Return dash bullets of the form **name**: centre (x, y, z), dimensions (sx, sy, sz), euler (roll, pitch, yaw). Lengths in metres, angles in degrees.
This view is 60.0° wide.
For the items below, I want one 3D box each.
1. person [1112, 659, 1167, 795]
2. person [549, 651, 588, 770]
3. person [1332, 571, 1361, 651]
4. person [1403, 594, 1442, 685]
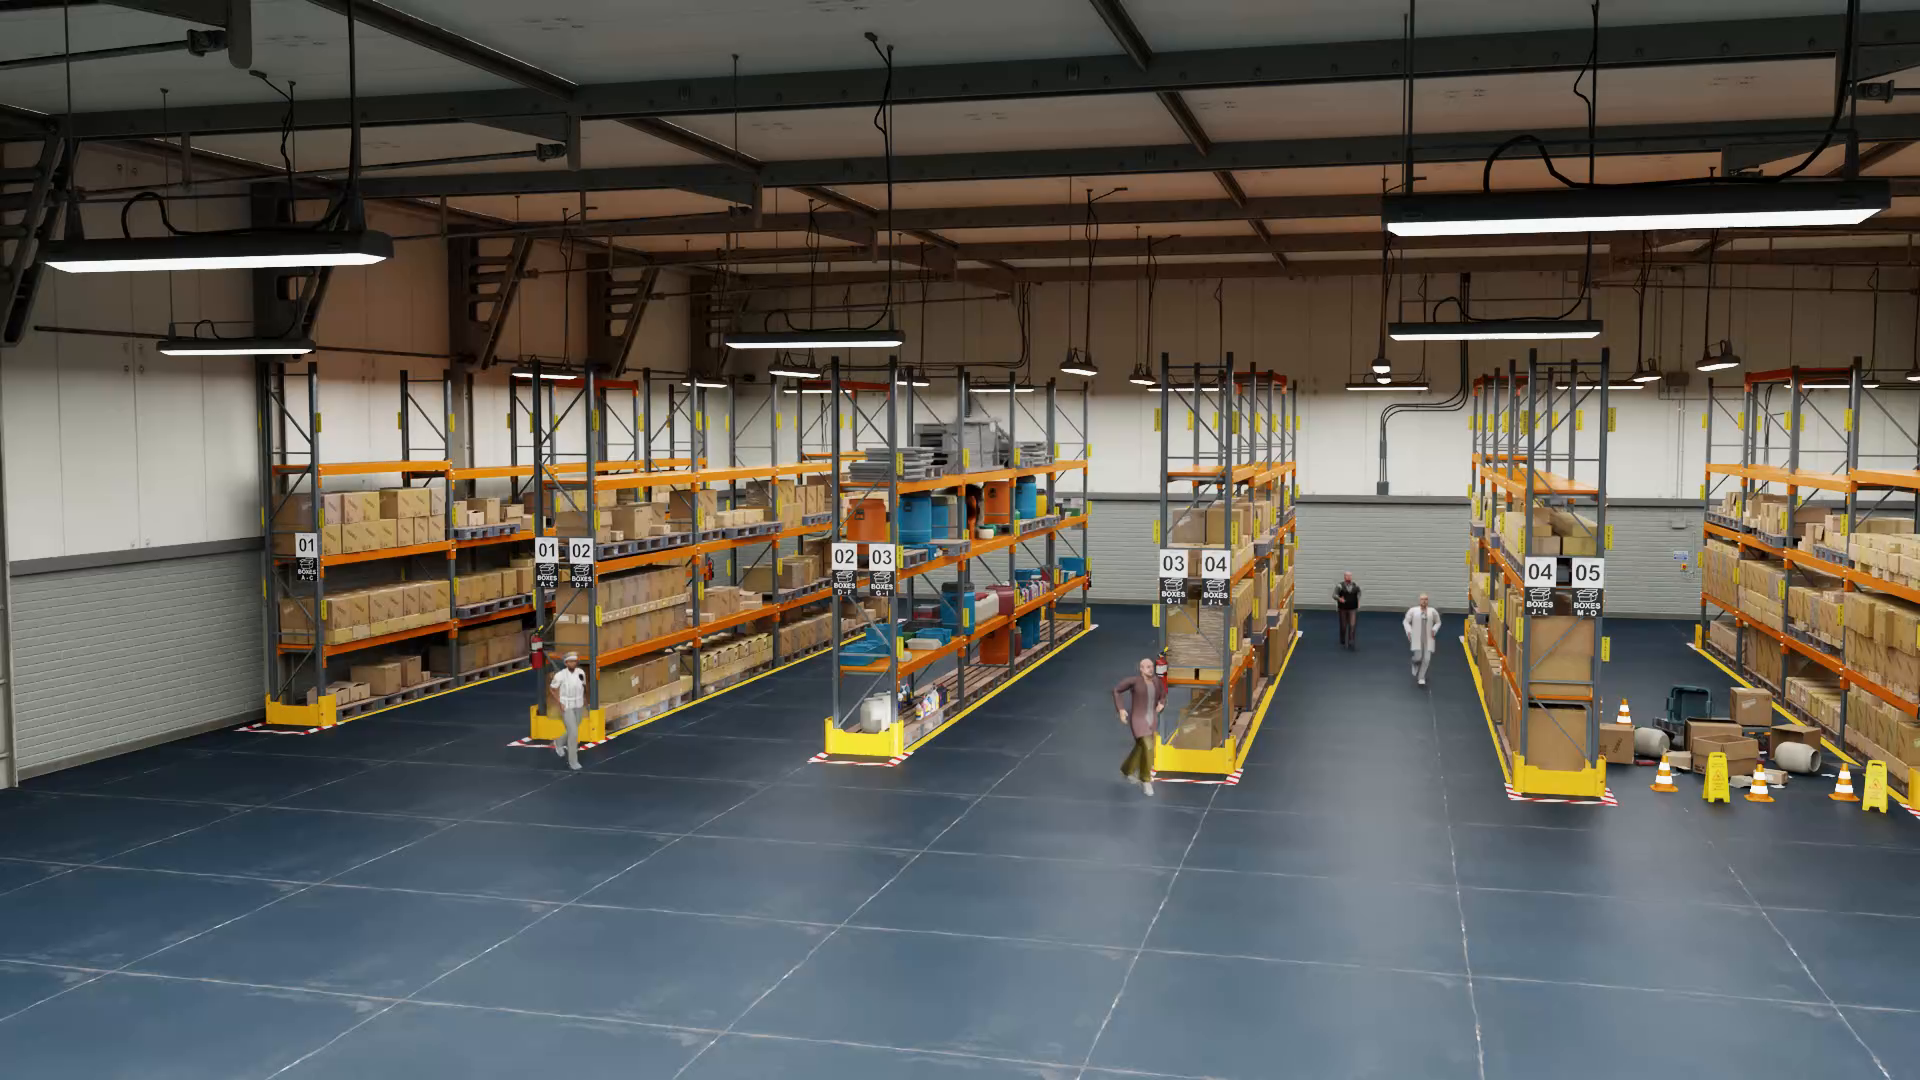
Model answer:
- **person**: centre (2.479, 2.533, 22.742), dimensions (0.700, 1.845, 0.814), euler (-3, 5, -36)
- **person**: centre (-5.725, 2.459, 24.311), dimensions (0.585, 1.723, 0.775), euler (-4, 6, -44)
- **person**: centre (8.557, 1.547, 36.739), dimensions (0.658, 1.717, 0.974), euler (0, 4, 5)
- **person**: centre (8.864, 1.901, 31.861), dimensions (0.708, 1.731, 0.640), euler (1, 4, 8)
